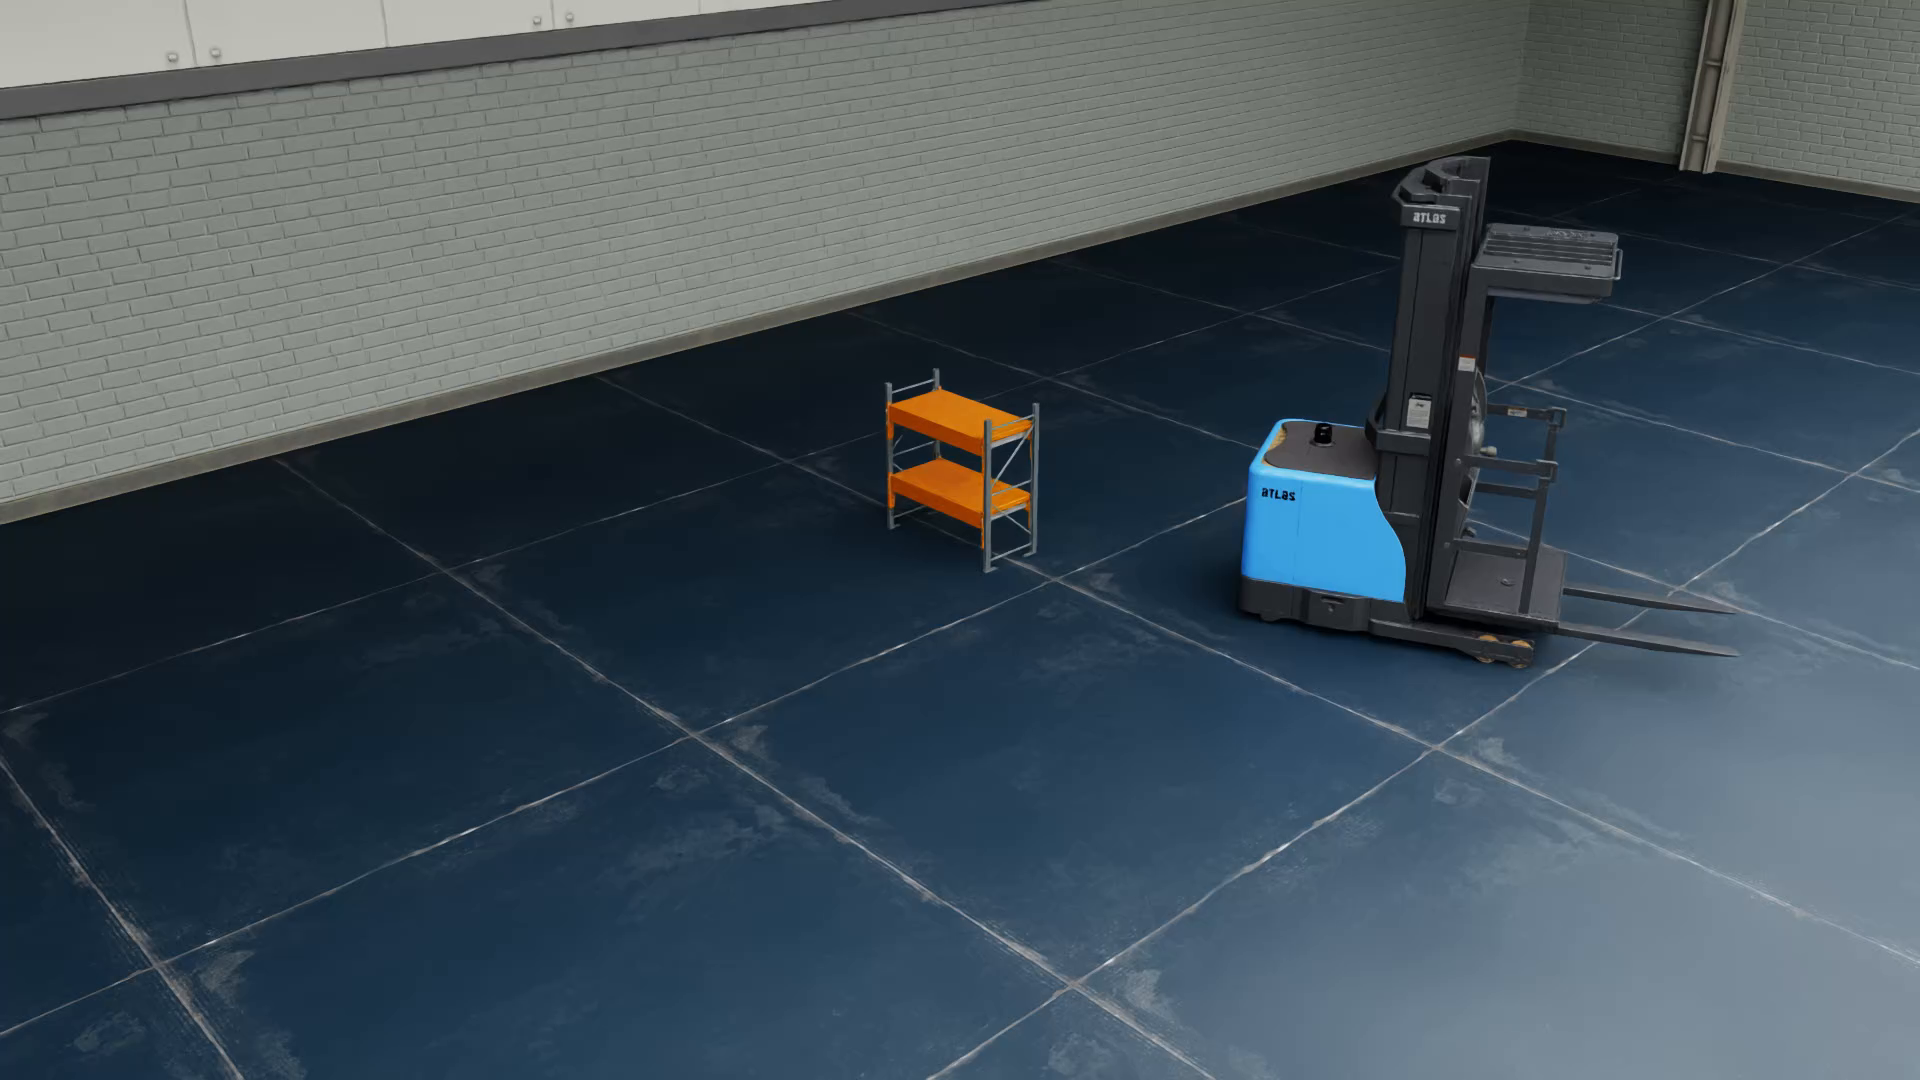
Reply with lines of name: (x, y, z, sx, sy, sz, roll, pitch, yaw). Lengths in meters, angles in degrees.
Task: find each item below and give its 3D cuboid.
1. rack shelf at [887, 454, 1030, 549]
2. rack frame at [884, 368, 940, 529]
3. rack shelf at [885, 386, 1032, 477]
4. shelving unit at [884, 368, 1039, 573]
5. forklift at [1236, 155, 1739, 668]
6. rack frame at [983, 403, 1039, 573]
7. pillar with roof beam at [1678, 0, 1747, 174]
rack shelf: (0.005, -0.287, 11.910, 0.538, 0.278, 1.000, -21, 32, -38)
rack frame: (-0.343, -0.664, 12.146, 0.500, 1.125, 0.032, -21, 32, -38)
rack shelf: (0.005, -0.776, 11.687, 0.538, 0.278, 1.000, -21, 32, -38)
shelving unit: (0.005, -0.510, 11.809, 0.538, 1.125, 1.048, -21, 32, -38)
forklift: (3.386, -0.790, 10.248, 3.031, 2.935, 1.130, 9, 26, 19)
rack frame: (0.352, -0.356, 11.471, 0.500, 1.125, 0.032, -21, 32, -38)
pillar with roof beam: (7.272, -8.098, 18.956, 9.100, 9.000, 0.400, -21, 32, -38)
